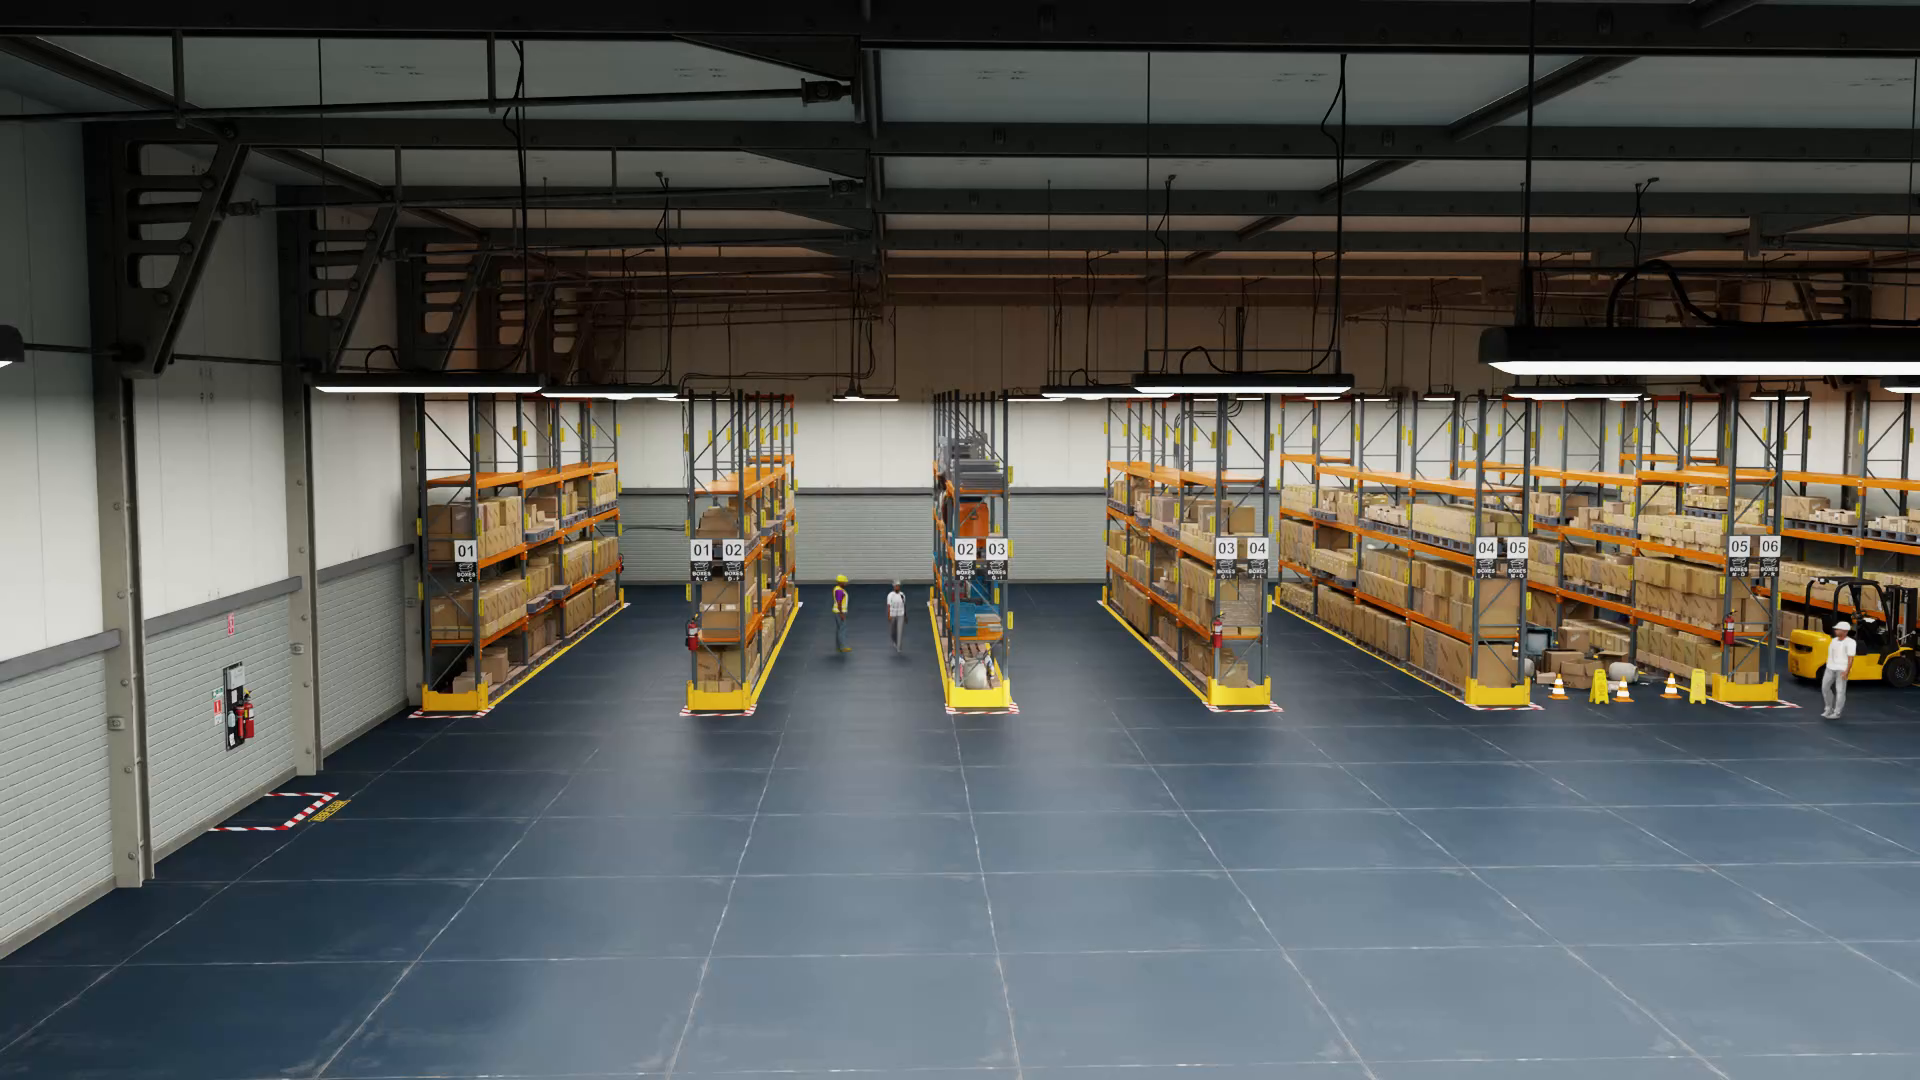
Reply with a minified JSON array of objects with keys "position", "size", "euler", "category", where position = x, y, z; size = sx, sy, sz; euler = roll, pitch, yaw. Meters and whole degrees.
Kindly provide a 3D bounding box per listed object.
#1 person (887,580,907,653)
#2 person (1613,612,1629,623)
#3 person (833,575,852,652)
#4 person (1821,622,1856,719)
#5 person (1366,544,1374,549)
[{"position":[-1.457,1.751,38.468],"size":[0.456,1.649,0.928],"euler":[0,5,4],"category":"person"},{"position":[17.388,1.349,43.684],"size":[0.429,1.652,0.506],"euler":[1,5,14],"category":"person"},{"position":[-2.713,1.688,38.364],"size":[0.414,1.769,0.635],"euler":[-1,5,-8],"category":"person"},{"position":[16.035,2.394,30.364],"size":[0.508,1.808,0.586],"euler":[-3,5,-31],"category":"person"},{"position":[11.516,1.011,46.942],"size":[0.615,1.780,0.593],"euler":[0,5,0],"category":"person"}]
